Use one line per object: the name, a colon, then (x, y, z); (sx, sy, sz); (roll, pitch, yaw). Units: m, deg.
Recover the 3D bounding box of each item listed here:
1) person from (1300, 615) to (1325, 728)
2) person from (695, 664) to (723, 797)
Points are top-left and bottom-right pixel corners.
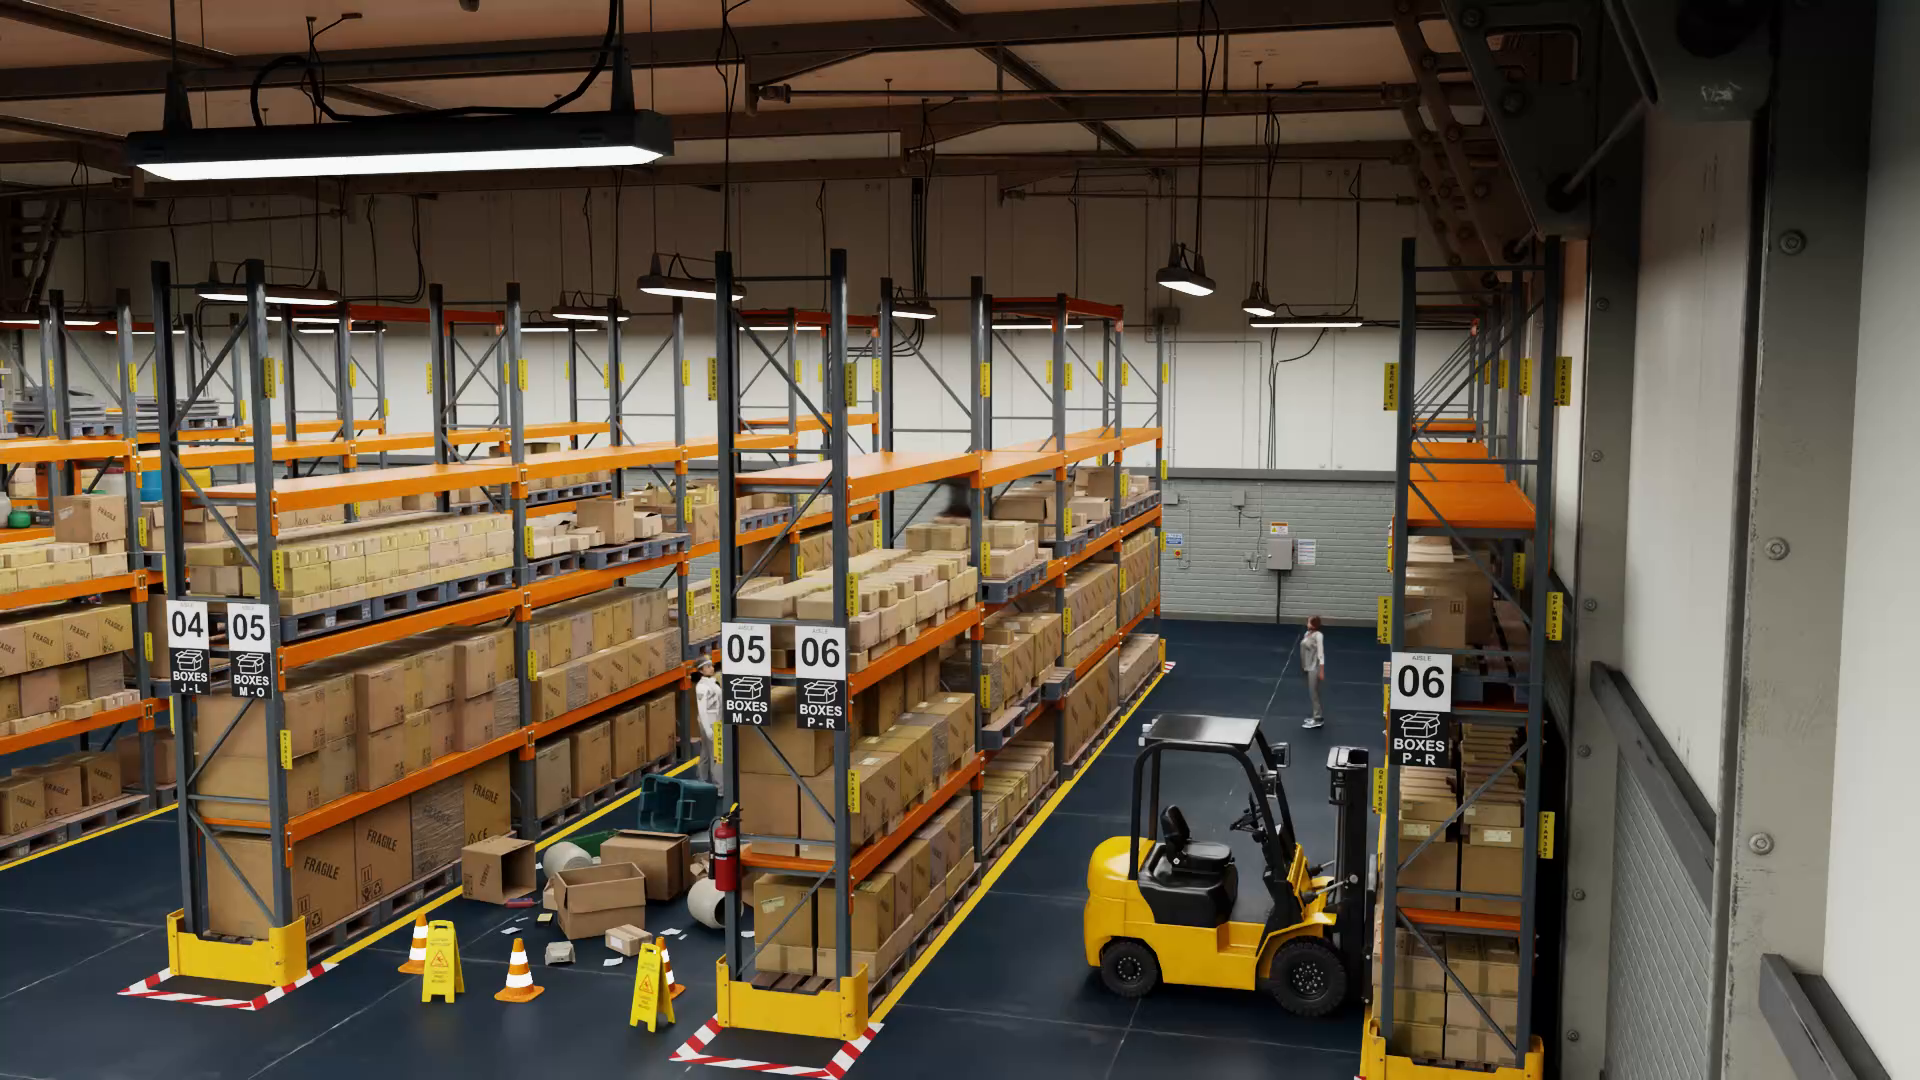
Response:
person: (5.021, 1.861, 23.747); (0.325, 1.601, 0.465); (0, 6, 2)
person: (-2.926, 2.256, 19.985); (0.490, 1.652, 0.506); (-1, 6, -8)
